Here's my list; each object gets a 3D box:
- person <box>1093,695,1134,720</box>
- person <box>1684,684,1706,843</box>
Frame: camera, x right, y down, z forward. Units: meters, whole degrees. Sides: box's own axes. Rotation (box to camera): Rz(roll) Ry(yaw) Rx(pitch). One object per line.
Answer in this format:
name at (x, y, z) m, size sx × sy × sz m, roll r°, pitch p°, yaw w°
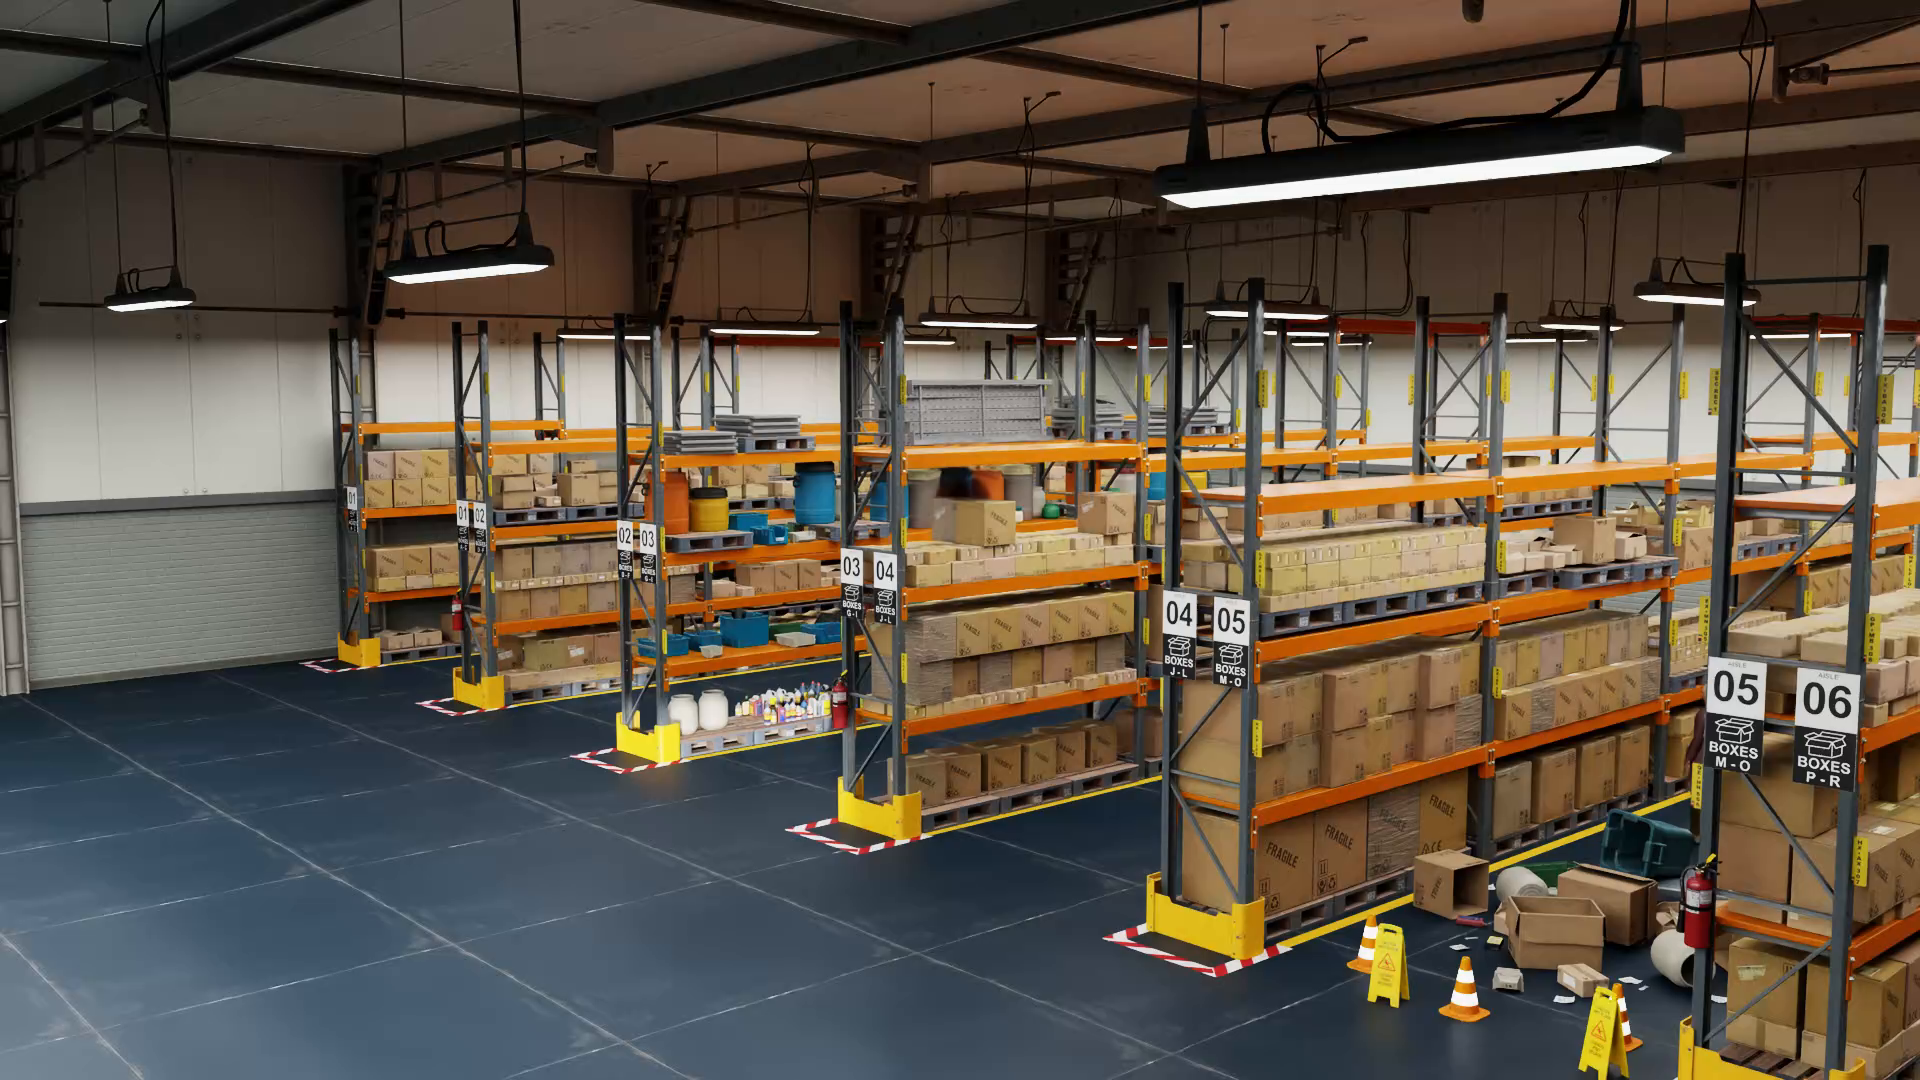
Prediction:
person at (2.239, 1.947, 24.476) m, size 0.982 × 1.598 × 0.553 m, roll -4°, pitch 7°, yaw -33°
person at (8.278, 2.455, 18.427) m, size 0.588 × 1.792 × 0.431 m, roll -2°, pitch 6°, yaw -23°
